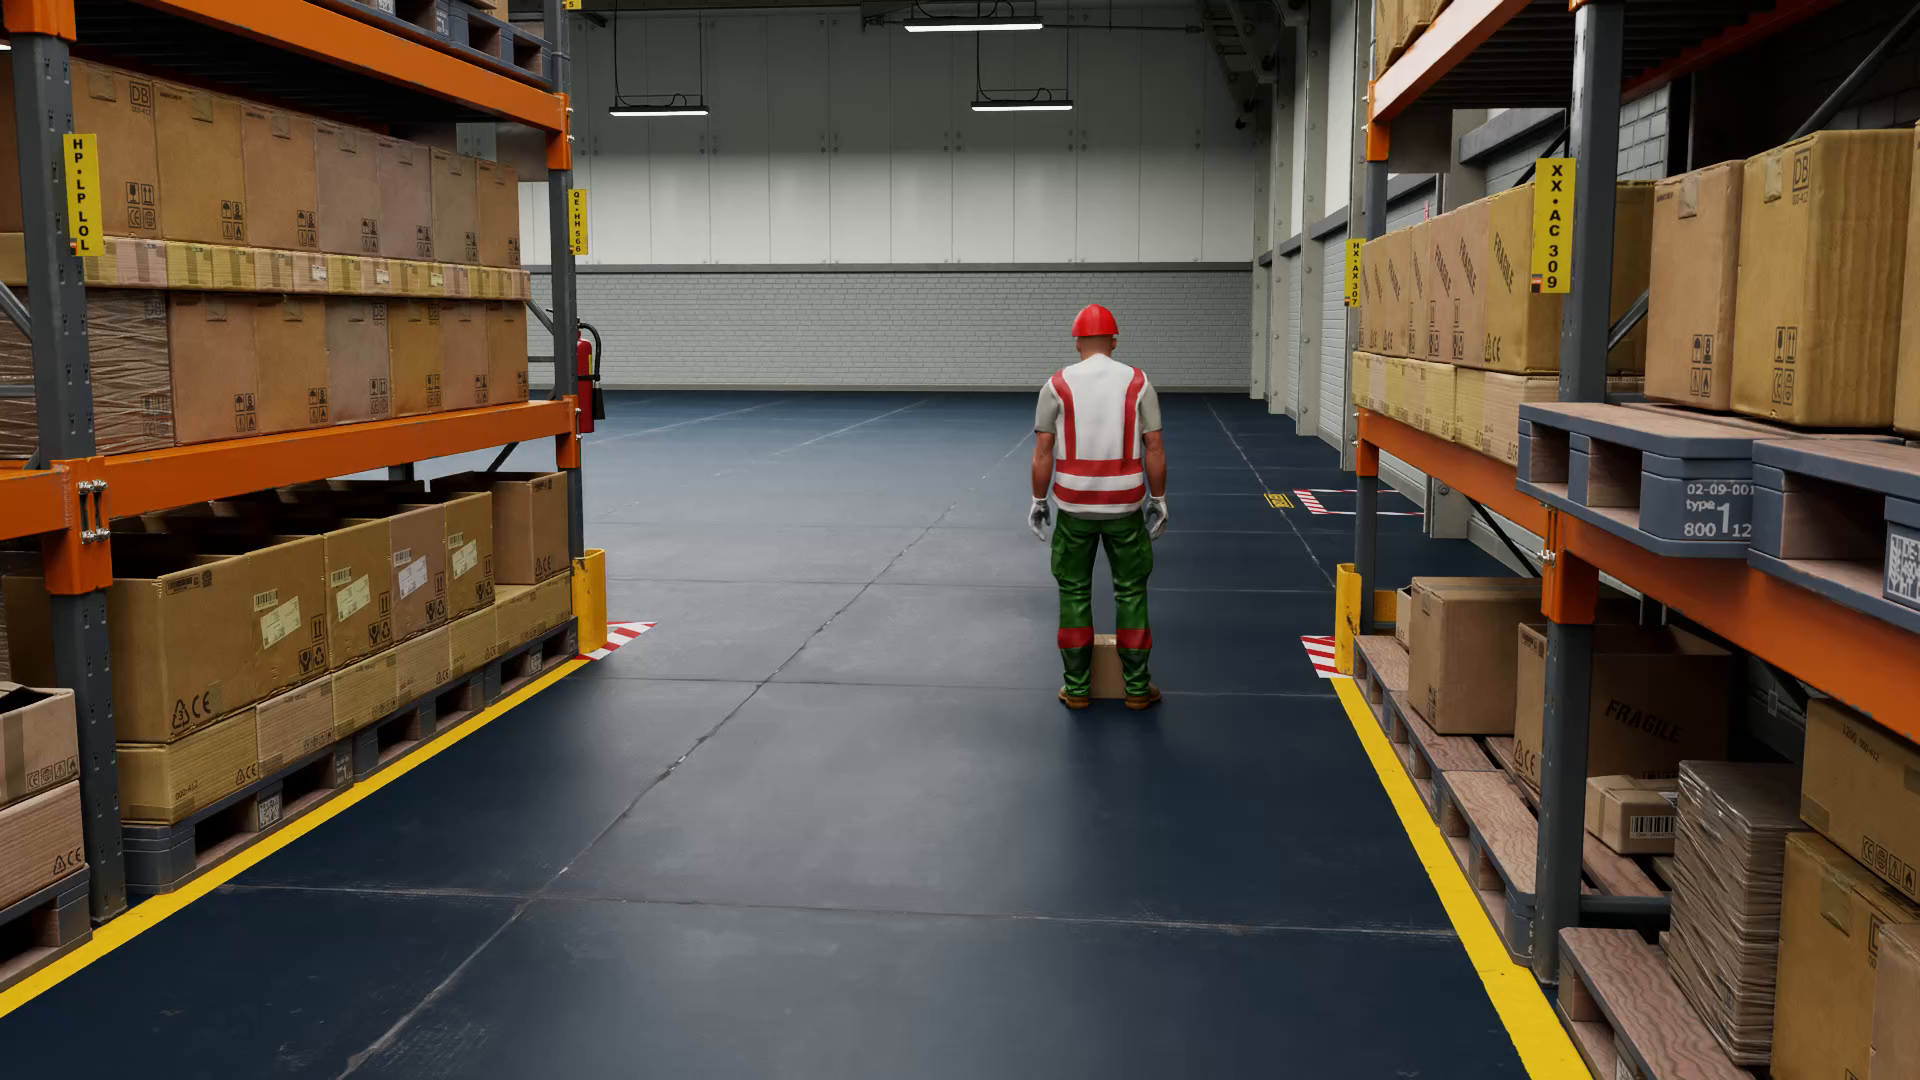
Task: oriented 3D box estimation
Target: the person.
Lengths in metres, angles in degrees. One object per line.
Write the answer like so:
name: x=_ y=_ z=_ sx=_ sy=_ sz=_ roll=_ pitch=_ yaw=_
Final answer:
person: x=0.612 y=-0.147 z=7.342 sx=0.620 sy=1.780 sz=0.446 roll=0 pitch=8 yaw=3
